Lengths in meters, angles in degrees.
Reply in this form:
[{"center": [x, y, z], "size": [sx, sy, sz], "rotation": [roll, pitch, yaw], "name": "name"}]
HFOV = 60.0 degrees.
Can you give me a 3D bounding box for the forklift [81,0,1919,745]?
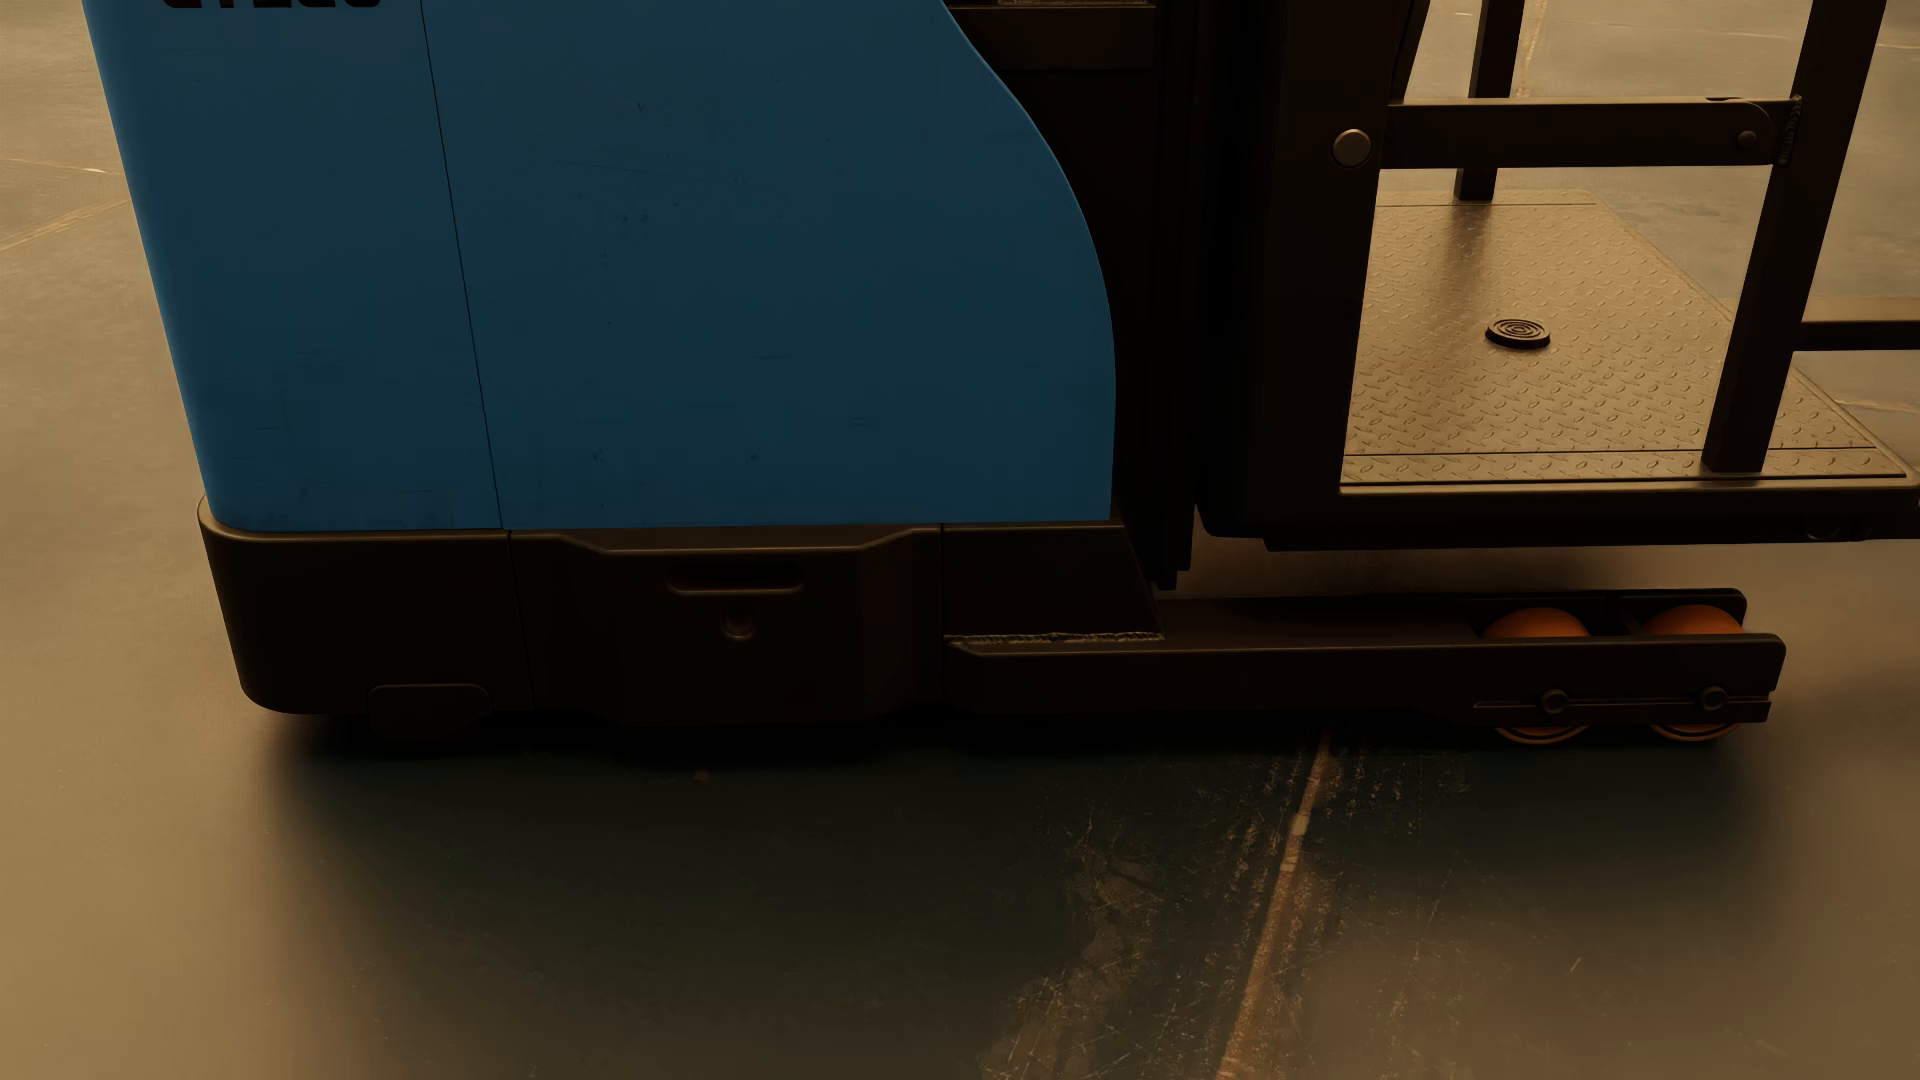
[{"center": [0.608, -1.285, 1.795], "size": [3.031, 2.935, 1.130], "rotation": [-1, 30, -2], "name": "forklift"}]
